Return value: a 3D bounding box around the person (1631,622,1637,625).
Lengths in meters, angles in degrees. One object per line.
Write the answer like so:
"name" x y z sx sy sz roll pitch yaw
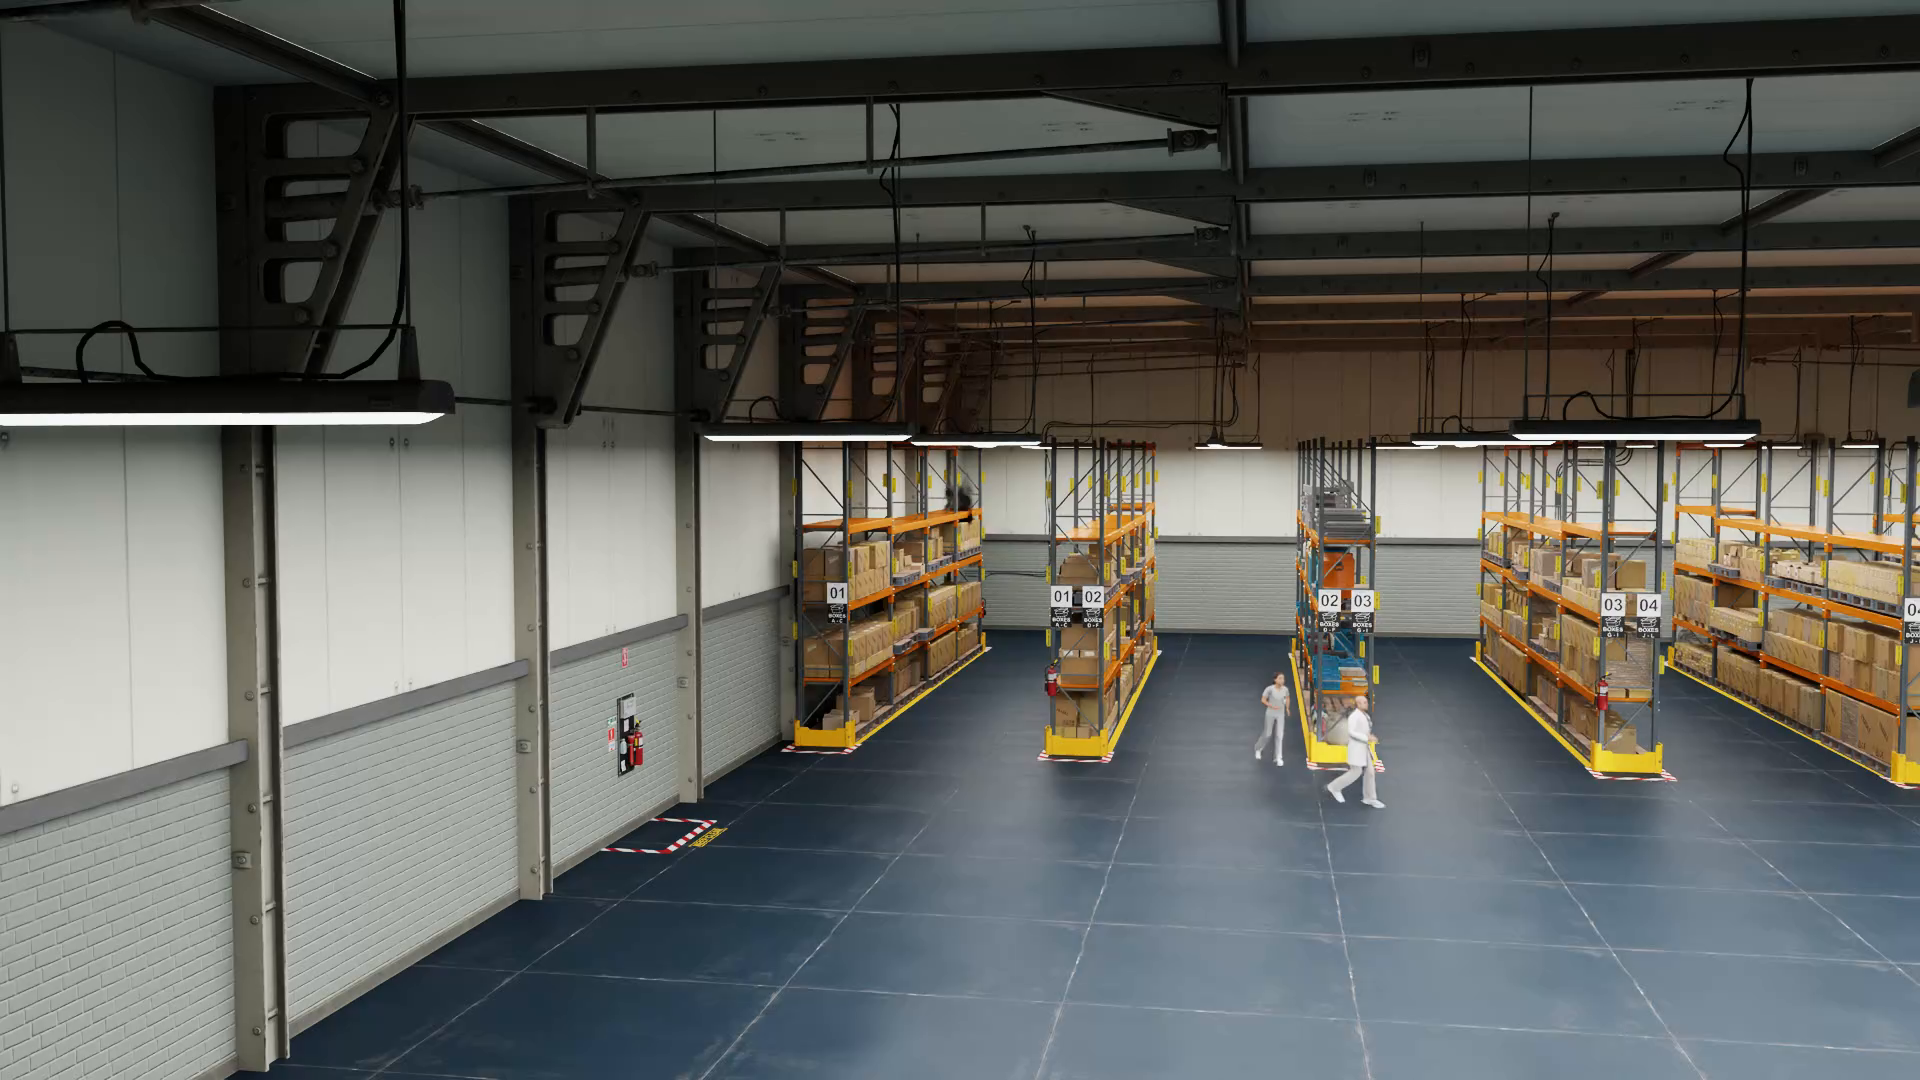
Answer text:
"person" 17.775 2.629 44.373 0.567 1.531 0.589 2 4 35

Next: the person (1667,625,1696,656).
"person" 19.933 2.398 45.899 0.739 1.726 0.962 -3 4 -41

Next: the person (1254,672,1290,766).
"person" 5.825 3.249 30.580 0.603 1.660 0.893 -1 3 -13

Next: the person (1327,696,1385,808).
"person" 6.426 3.407 26.907 0.934 1.799 0.734 2 4 33
